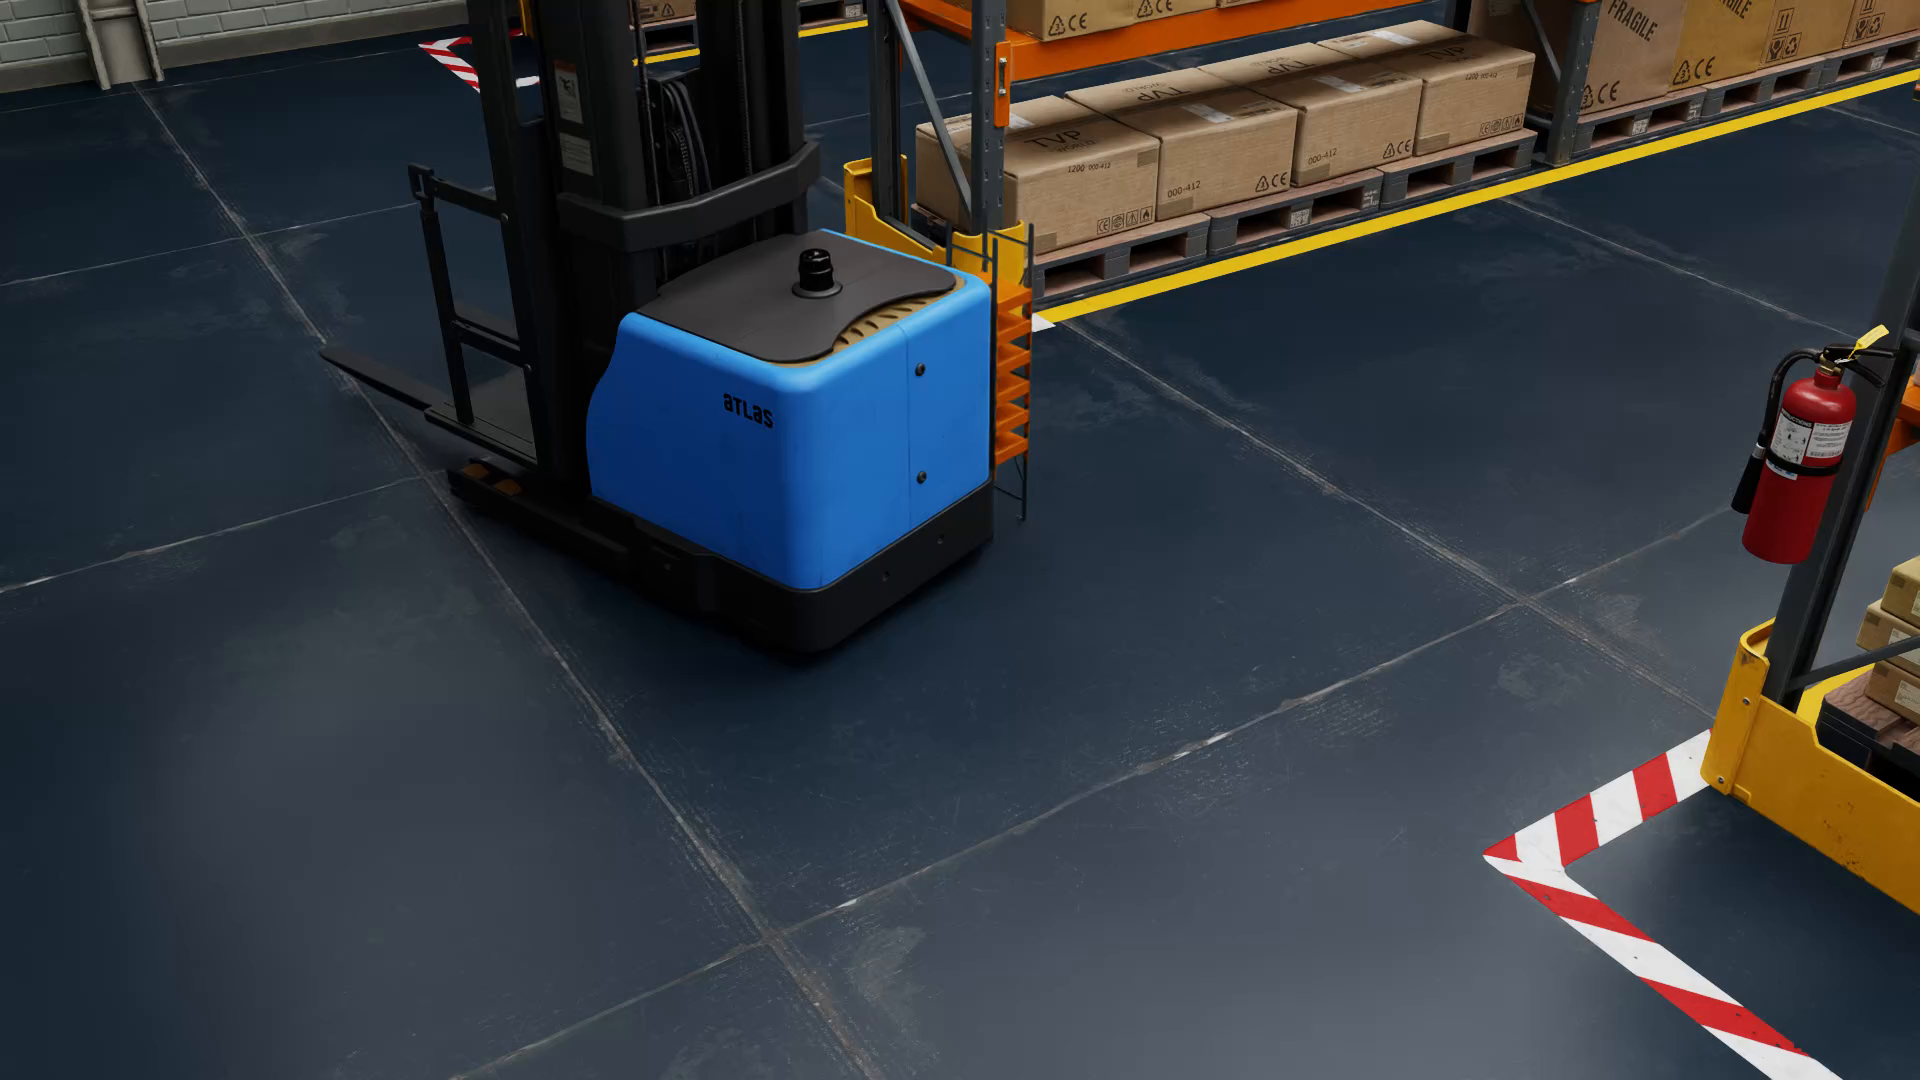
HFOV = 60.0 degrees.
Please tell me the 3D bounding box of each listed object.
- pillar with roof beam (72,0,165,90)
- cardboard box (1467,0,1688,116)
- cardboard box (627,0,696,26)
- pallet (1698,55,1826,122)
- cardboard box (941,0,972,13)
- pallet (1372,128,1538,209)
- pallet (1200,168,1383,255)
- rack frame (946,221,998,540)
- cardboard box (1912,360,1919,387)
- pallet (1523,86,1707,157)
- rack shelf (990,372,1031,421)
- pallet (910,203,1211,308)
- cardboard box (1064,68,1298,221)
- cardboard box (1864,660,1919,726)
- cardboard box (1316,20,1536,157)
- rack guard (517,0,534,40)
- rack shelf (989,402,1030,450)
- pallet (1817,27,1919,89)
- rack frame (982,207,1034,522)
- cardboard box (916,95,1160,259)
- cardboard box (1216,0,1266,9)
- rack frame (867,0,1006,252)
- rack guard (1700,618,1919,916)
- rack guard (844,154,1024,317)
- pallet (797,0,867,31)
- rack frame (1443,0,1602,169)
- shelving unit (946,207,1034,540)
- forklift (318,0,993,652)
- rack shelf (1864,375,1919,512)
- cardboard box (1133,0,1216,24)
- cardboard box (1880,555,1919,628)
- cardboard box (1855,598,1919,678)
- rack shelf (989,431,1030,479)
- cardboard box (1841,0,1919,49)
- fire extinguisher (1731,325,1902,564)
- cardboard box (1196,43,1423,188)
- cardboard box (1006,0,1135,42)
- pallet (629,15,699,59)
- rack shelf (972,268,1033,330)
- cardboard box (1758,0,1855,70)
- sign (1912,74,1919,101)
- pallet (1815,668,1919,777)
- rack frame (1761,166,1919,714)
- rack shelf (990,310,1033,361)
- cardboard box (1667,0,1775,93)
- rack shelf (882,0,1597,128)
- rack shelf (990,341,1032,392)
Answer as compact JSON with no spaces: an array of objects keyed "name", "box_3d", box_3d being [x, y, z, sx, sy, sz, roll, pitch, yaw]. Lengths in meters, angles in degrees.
[{"name":"pillar with roof beam","box_3d":[-3.236,-4.965,5.687,0.400,9.000,9.100,-19,37,-27]},{"name":"cardboard box","box_3d":[3.718,-3.159,10.045,0.875,0.875,0.875,-18,36,-26]},{"name":"cardboard box","box_3d":[-2.249,-3.990,11.710,0.637,0.503,0.797,-21,38,-29]},{"name":"pallet","box_3d":[4.874,-3.097,10.962,1.213,0.211,1.003,-19,37,-27]},{"name":"cardboard box","box_3d":[0.140,-2.809,7.798,0.500,0.500,0.500,-19,37,-27]},{"name":"pallet","box_3d":[2.559,-2.301,9.700,1.213,0.211,1.003,-19,37,-27]},{"name":"pallet","box_3d":[1.532,-1.946,9.137,1.213,0.211,1.003,-19,37,-27]},{"name":"rack frame","box_3d":[0.040,-0.553,6.002,0.240,1.200,0.006,27,41,36]},{"name":"cardboard box","box_3d":[2.766,-0.433,4.361,0.250,0.149,0.380,-19,37,-27]},{"name":"pallet","box_3d":[3.848,-2.743,10.400,1.213,0.211,1.003,-19,37,-27]},{"name":"rack shelf","box_3d":[0.104,-0.550,6.081,0.258,0.103,0.180,27,41,36]},{"name":"pallet","box_3d":[0.508,-1.596,8.582,1.213,0.211,1.003,-19,37,-27]},{"name":"cardboard box","box_3d":[1.143,-2.107,8.786,0.875,0.438,0.875,-18,36,-26]},{"name":"cardboard box","box_3d":[2.975,0.464,4.981,0.250,0.149,0.380,-18,37,-26]},{"name":"cardboard box","box_3d":[2.654,-2.626,9.609,0.875,0.438,0.875,-20,37,-28]},{"name":"rack guard","box_3d":[-2.750,-3.698,11.644,0.348,0.500,1.175,-19,37,-27]},{"name":"rack shelf","box_3d":[0.104,-0.449,6.145,0.258,0.103,0.180,27,41,36]},{"name":"pallet","box_3d":[5.899,-3.448,11.518,1.213,0.211,1.003,-19,37,-27]},{"name":"rack frame","box_3d":[0.168,-0.623,6.113,0.240,1.200,0.006,27,41,36]},{"name":"cardboard box","box_3d":[0.379,-1.839,8.361,0.875,0.438,0.875,-20,38,-29]},{"name":"cardboard box","box_3d":[1.285,-2.859,7.877,0.500,0.500,0.500,-19,37,-28]},{"name":"rack frame","box_3d":[-0.122,-2.509,7.416,0.127,3.000,1.000,-19,37,-27]},{"name":"rack guard","box_3d":[2.709,0.717,4.645,0.348,0.500,1.175,-19,37,-27]},{"name":"rack guard","box_3d":[-0.142,-1.445,8.072,0.348,0.500,1.175,-19,37,-27]},{"name":"pallet","box_3d":[-1.056,-4.158,12.643,1.213,0.211,1.003,-19,37,-27]},{"name":"rack frame","box_3d":[3.240,-3.665,9.249,0.127,3.000,1.000,-19,37,-27]},{"name":"shelving unit","box_3d":[0.104,-0.588,6.057,0.258,1.200,0.189,27,41,36]},{"name":"forklift","box_3d":[-1.352,-1.502,5.884,3.031,2.935,1.130,23,39,31]},{"name":"rack shelf","box_3d":[4.326,-0.592,5.052,4.000,0.370,1.077,-19,37,-27]},{"name":"cardboard box","box_3d":[0.847,-2.720,7.657,0.500,0.500,0.500,-20,37,-28]},{"name":"cardboard box","box_3d":[2.953,0.191,4.856,0.250,0.149,0.380,-19,37,-27]},{"name":"cardboard box","box_3d":[2.934,0.303,4.957,0.250,0.149,0.380,-20,37,-29]},{"name":"rack shelf","box_3d":[0.104,-0.347,6.209,0.258,0.103,0.180,27,41,36]},{"name":"cardboard box","box_3d":[5.977,-3.938,11.279,0.875,0.875,0.875,-19,37,-28]},{"name":"fire extinguisher","box_3d":[2.183,-0.262,4.276,0.183,0.674,0.296,-19,37,-27]},{"name":"cardboard box","box_3d":[1.902,-2.367,9.198,0.875,0.438,0.875,-20,37,-29]},{"name":"cardboard box","box_3d":[0.437,-2.561,7.405,0.500,0.500,0.500,-19,37,-28]},{"name":"pallet","box_3d":[-2.081,-3.807,12.088,1.213,0.211,1.003,-19,37,-27]},{"name":"rack shelf","box_3d":[0.104,-0.855,5.889,0.258,0.103,0.180,27,41,36]},{"name":"cardboard box","box_3d":[5.225,-3.682,10.873,0.875,0.875,0.875,-19,37,-27]},{"name":"sign","box_3d":[2.361,-1.196,3.954,0.005,0.325,0.100,-19,37,-27]},{"name":"pallet","box_3d":[3.411,0.620,5.069,1.213,0.211,1.003,-19,37,-27]},{"name":"rack frame","box_3d":[2.645,-0.318,3.943,0.127,3.000,1.000,-19,37,-27]},{"name":"rack shelf","box_3d":[0.104,-0.753,5.953,0.258,0.103,0.180,27,41,36]},{"name":"cardboard box","box_3d":[4.473,-3.424,10.464,0.875,0.875,0.875,-18,36,-26]},{"name":"rack shelf","box_3d":[1.559,-2.783,8.524,4.000,0.370,1.077,-19,37,-27]},{"name":"rack shelf","box_3d":[0.104,-0.652,6.017,0.258,0.103,0.180,27,41,36]}]
